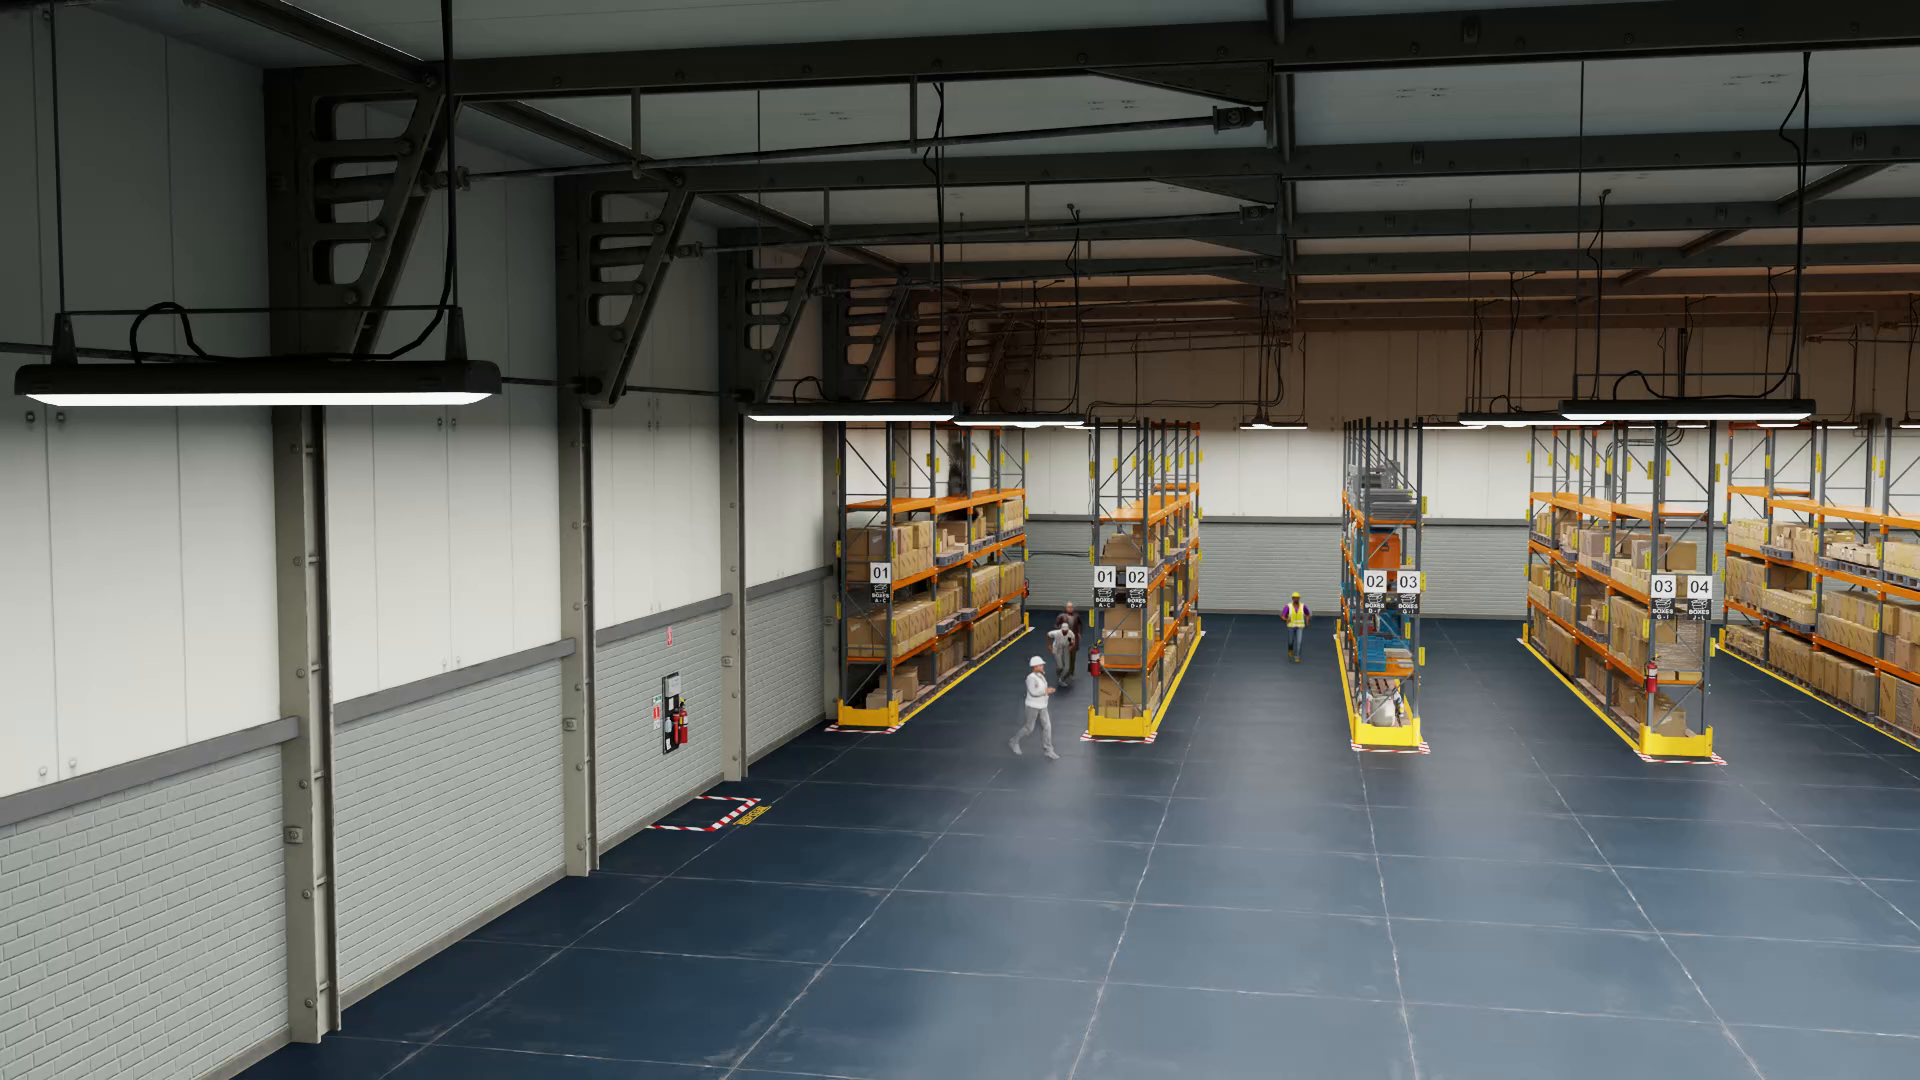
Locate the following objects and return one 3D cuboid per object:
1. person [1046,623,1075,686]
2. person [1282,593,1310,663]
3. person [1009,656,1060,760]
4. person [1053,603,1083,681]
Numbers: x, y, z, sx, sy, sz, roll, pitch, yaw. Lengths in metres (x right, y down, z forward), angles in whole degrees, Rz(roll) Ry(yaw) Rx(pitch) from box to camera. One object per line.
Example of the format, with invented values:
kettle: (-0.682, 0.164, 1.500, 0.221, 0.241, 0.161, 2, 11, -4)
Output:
person: (2.260, 2.568, 37.271, 0.634, 1.491, 0.814, -1, 4, -8)
person: (8.375, 2.173, 41.433, 0.714, 1.733, 0.791, 0, 4, 7)
person: (1.307, 2.921, 29.077, 0.947, 1.783, 0.644, 2, 4, 29)
person: (2.521, 2.338, 38.593, 0.713, 1.776, 0.954, 0, 4, -3)
